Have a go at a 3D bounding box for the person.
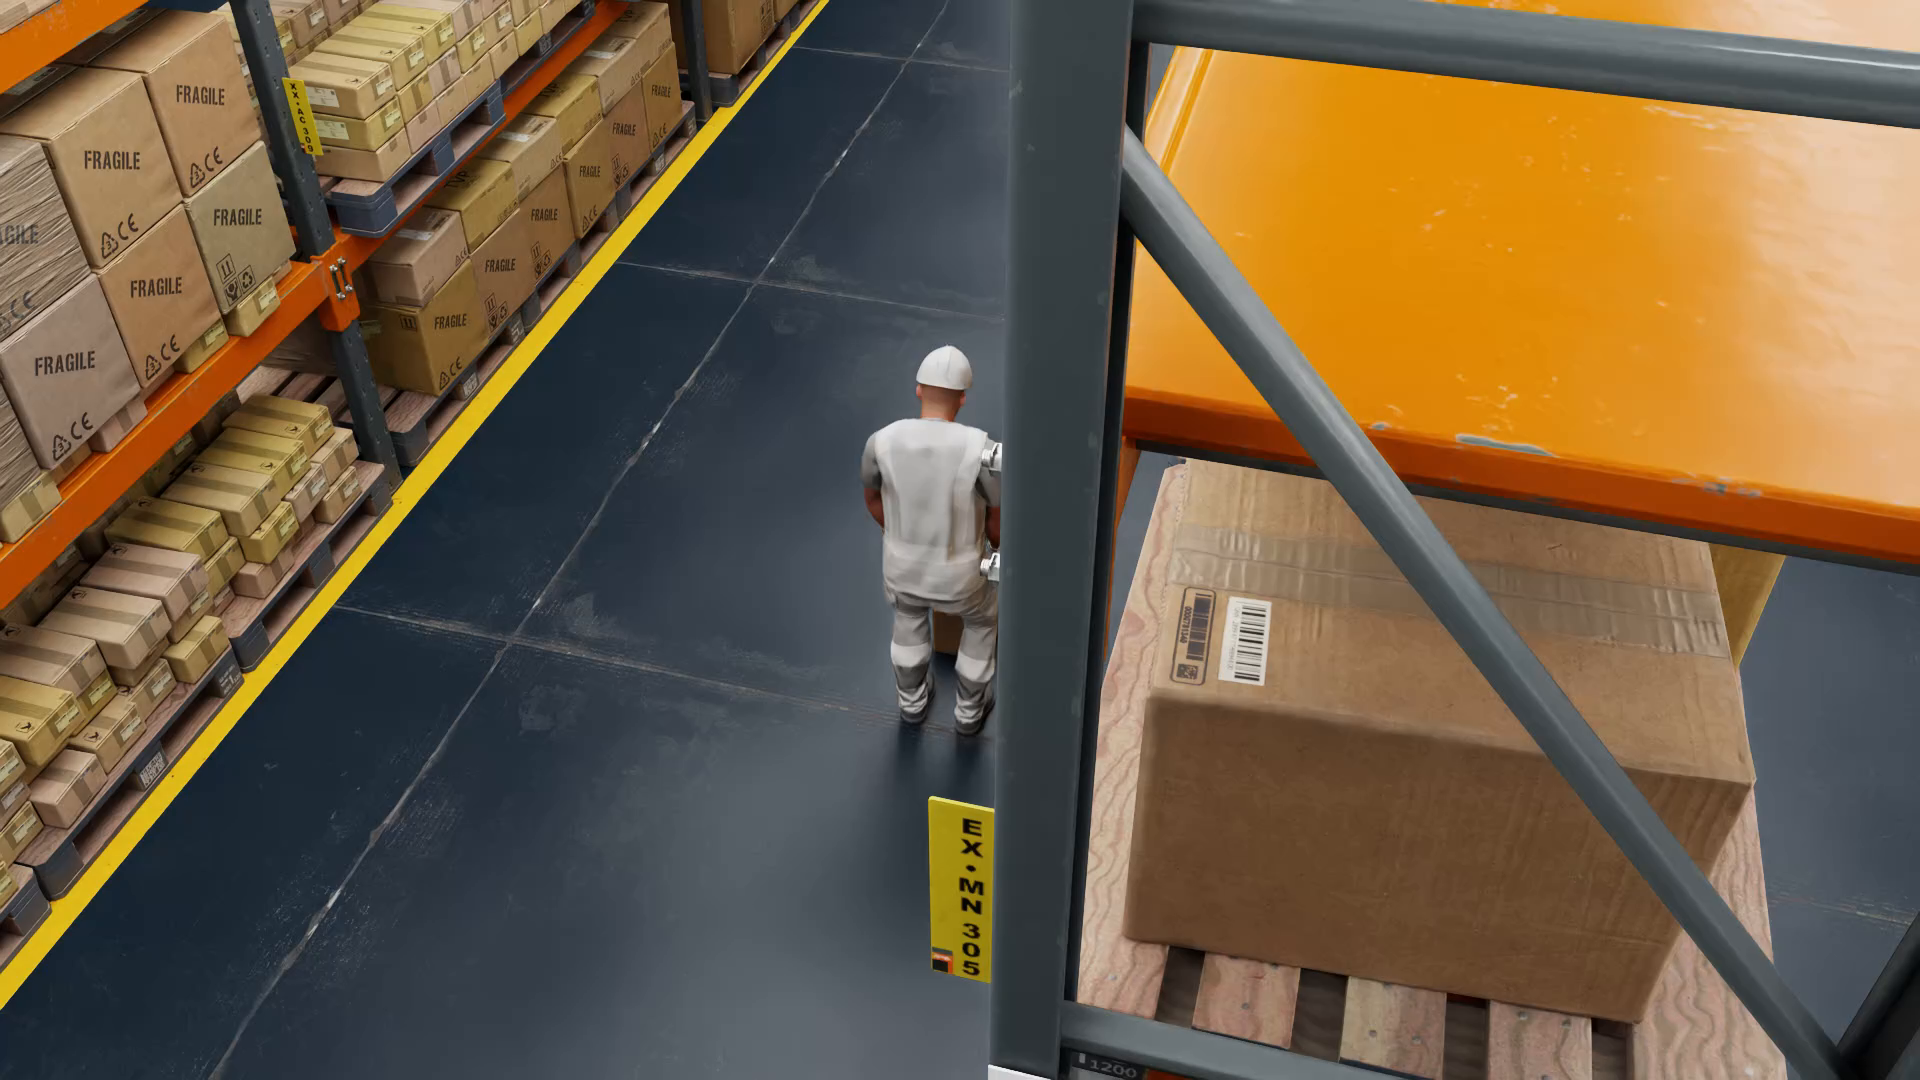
[{"bbox_3d":[-0.090,0.046,6.348,0.560,1.666,0.558,11,42,12],"label":"person"}]
